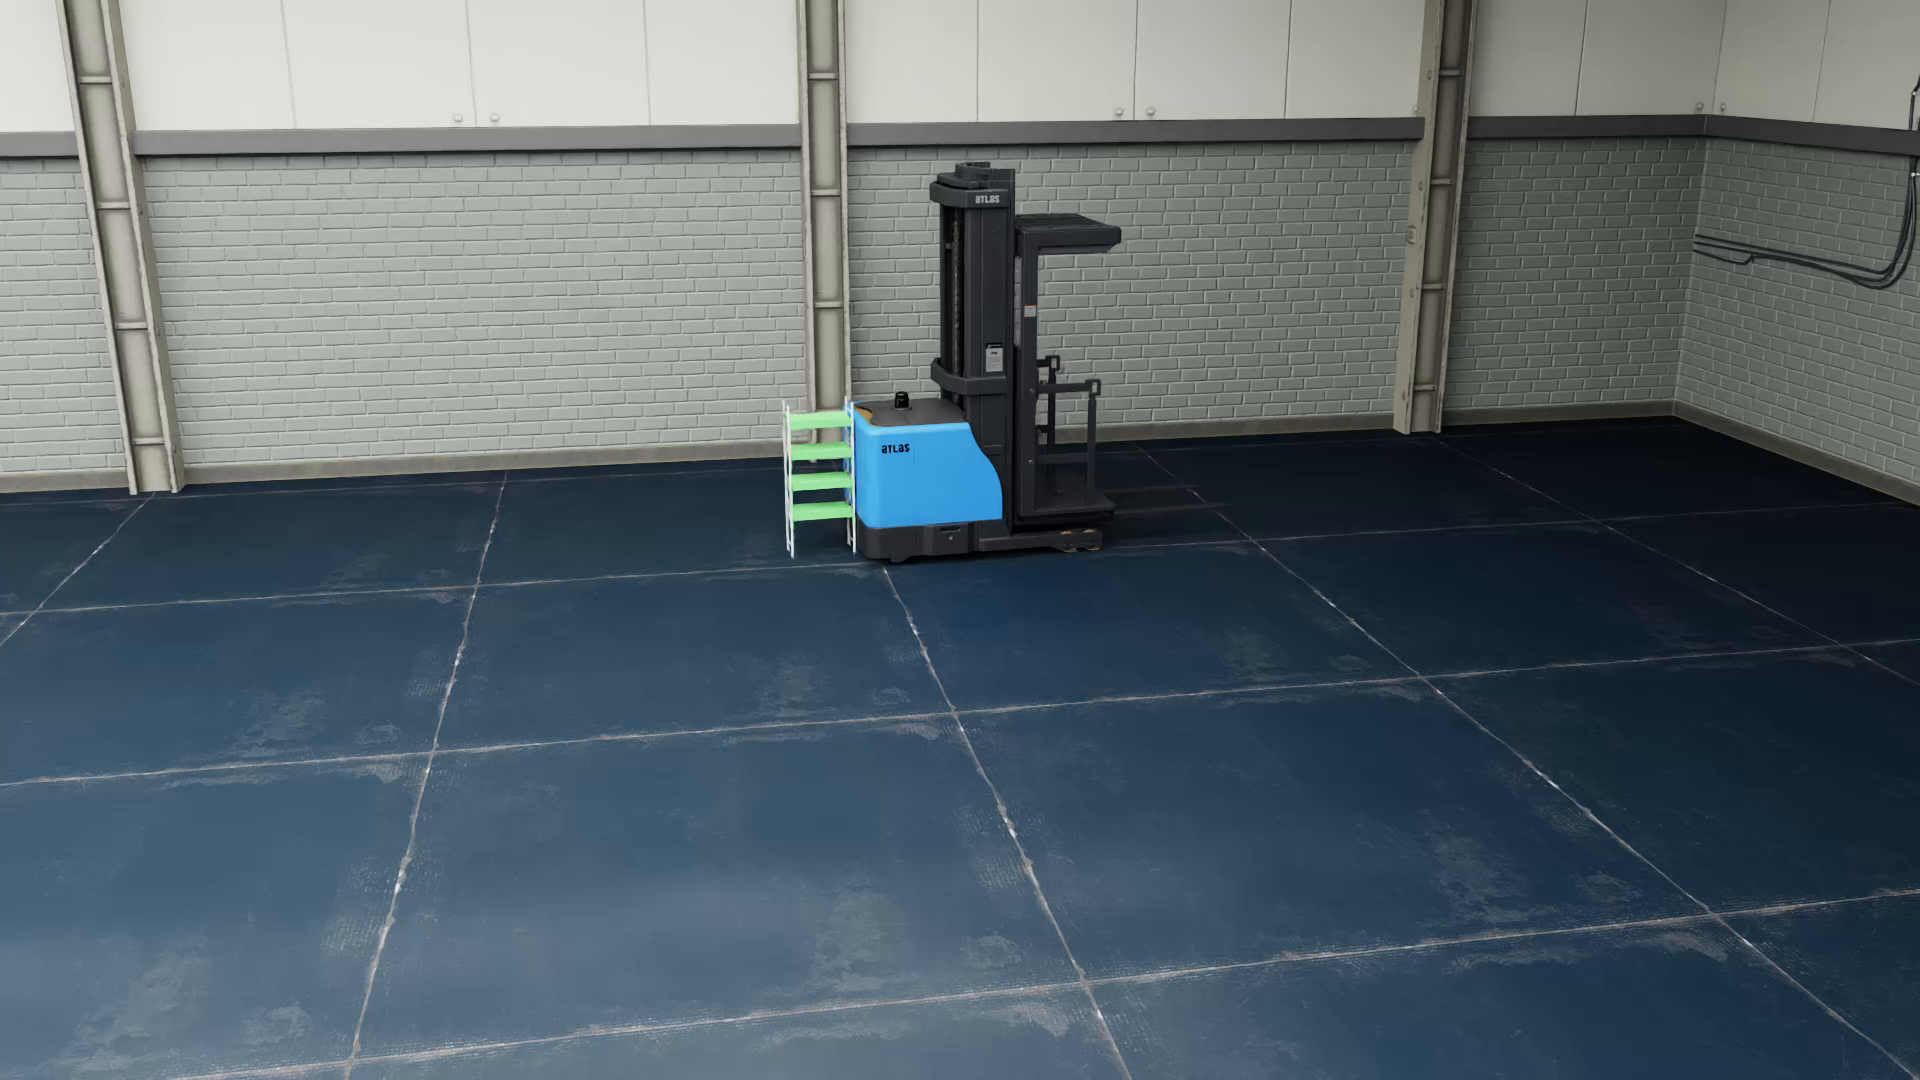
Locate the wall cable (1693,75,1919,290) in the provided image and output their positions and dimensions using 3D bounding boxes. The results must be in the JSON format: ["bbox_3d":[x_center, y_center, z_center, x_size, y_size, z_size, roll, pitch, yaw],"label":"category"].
[{"bbox_3d":[7.799,-3.723,15.394,0.112,2.526,3.097,-3,17,-10],"label":"wall cable"}]

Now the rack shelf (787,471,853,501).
[{"bbox_3d":[-1.087,-0.426,12.872,0.480,0.148,0.258,-5,18,-14],"label":"rack shelf"}]

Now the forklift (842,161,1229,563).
[{"bbox_3d":[0.629,-1.446,13.029,3.031,2.935,1.130,-5,18,-14],"label":"forklift"}]

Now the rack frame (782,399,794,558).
[{"bbox_3d":[-1.323,-0.468,12.793,0.015,1.200,0.240,-5,18,-14],"label":"rack frame"}]

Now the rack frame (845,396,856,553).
[{"bbox_3d":[-0.852,-0.505,12.914,0.015,1.200,0.240,-5,18,-14],"label":"rack frame"}]

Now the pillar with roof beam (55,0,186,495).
[{"bbox_3d":[-6.310,-3.515,9.429,0.400,9.000,9.100,-3,17,-10],"label":"pillar with roof beam"}]

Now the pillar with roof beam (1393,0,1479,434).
[{"bbox_3d":[5.472,-4.183,11.605,0.400,9.000,9.100,-3,17,-10],"label":"pillar with roof beam"}]

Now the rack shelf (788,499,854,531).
[{"bbox_3d":[-1.087,-0.196,12.942,0.480,0.148,0.258,-5,18,-14],"label":"rack shelf"}]

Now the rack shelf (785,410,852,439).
[{"bbox_3d":[-1.087,-0.885,12.731,0.480,0.148,0.258,-5,18,-14],"label":"rack shelf"}]

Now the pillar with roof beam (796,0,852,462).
[{"bbox_3d":[-0.419,-3.849,10.517,0.400,9.000,9.100,-3,17,-10],"label":"pillar with roof beam"}]

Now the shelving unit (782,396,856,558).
[{"bbox_3d":[-1.087,-0.487,12.853,0.503,1.200,0.258,-5,18,-14],"label":"shelving unit"}]

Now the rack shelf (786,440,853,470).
[{"bbox_3d":[-1.087,-0.655,12.801,0.480,0.148,0.258,-5,18,-14],"label":"rack shelf"}]
